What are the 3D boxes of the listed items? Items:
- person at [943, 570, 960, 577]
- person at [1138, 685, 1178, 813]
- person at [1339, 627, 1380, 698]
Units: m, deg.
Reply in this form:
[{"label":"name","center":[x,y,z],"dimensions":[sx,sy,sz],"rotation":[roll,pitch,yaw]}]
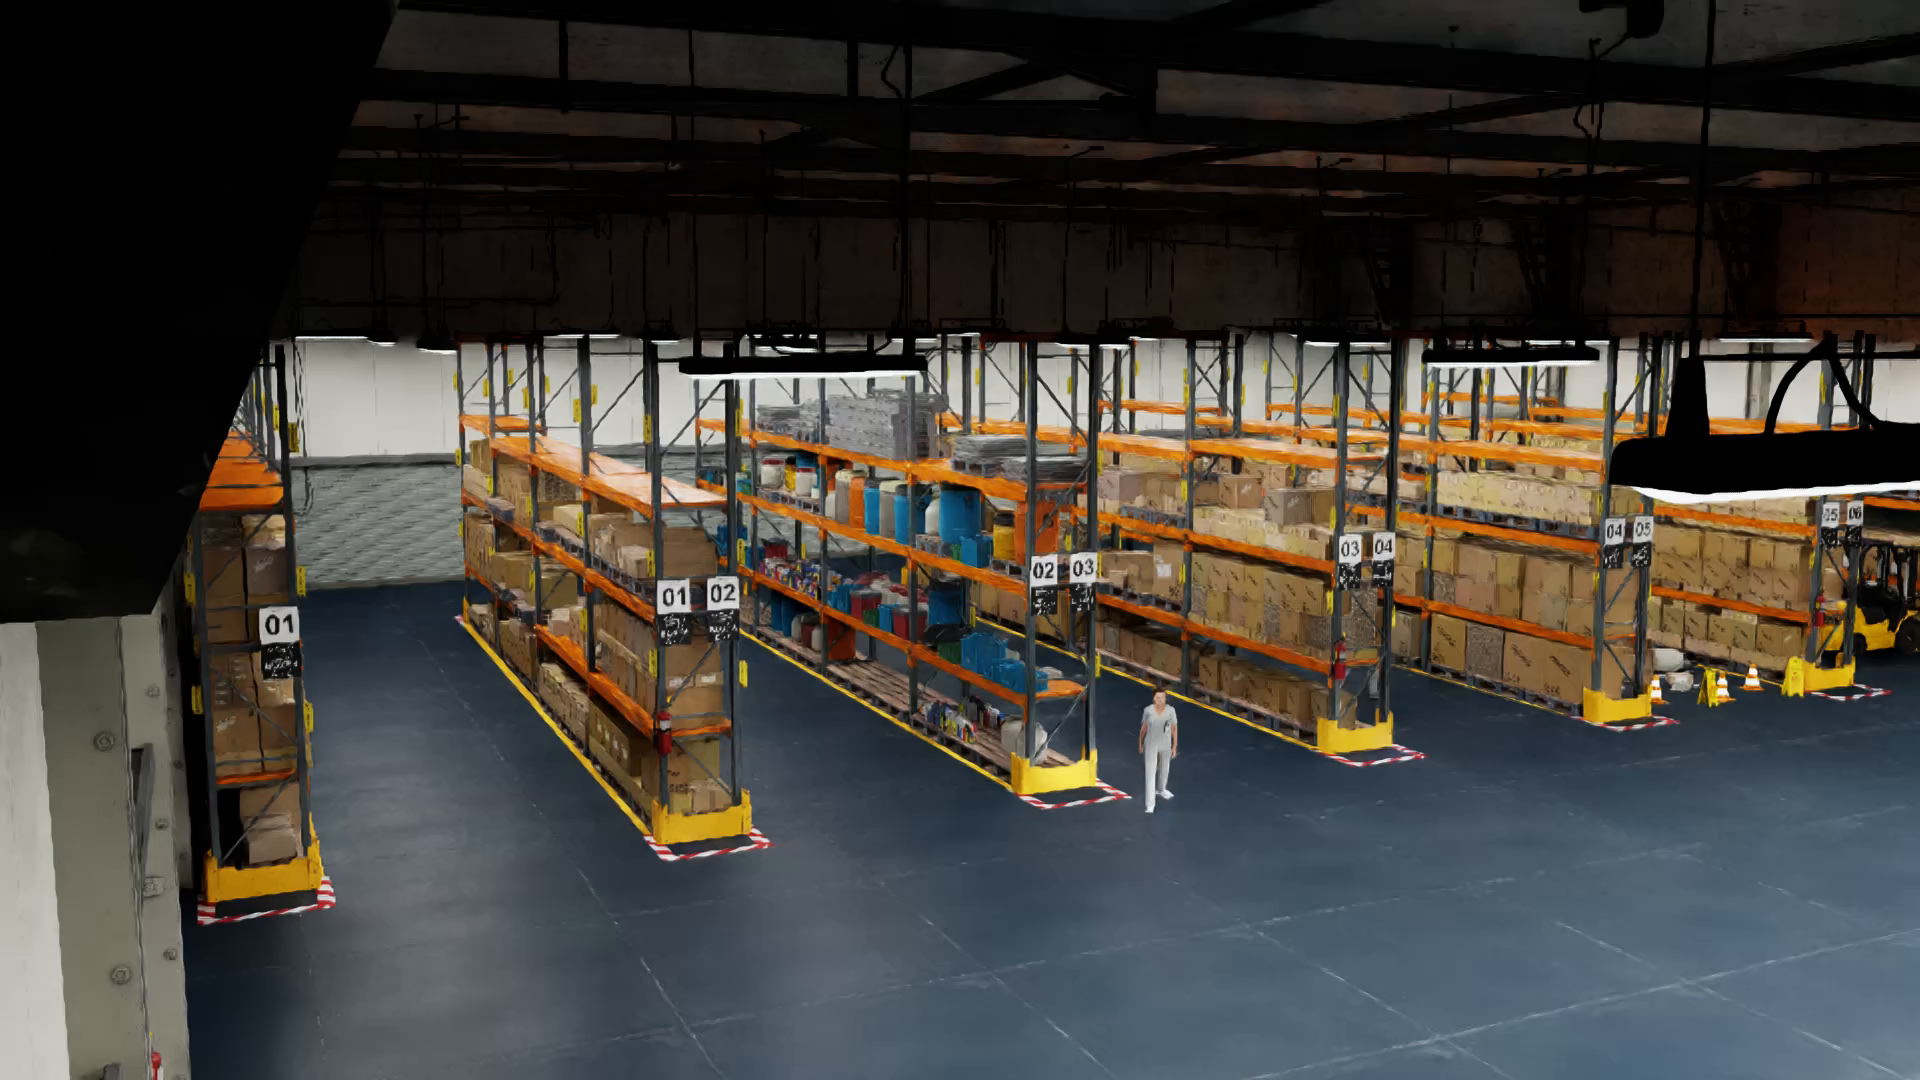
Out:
[{"label":"person","center":[-0.188,0.980,33.072],"dimensions":[0.647,1.773,0.690],"rotation":[-1,8,-4]},{"label":"person","center":[2.563,2.654,21.446],"dimensions":[0.487,1.615,0.957],"rotation":[0,8,-2]},{"label":"person","center":[6.606,1.787,27.509],"dimensions":[0.701,1.689,0.857],"rotation":[-7,10,-41]}]
